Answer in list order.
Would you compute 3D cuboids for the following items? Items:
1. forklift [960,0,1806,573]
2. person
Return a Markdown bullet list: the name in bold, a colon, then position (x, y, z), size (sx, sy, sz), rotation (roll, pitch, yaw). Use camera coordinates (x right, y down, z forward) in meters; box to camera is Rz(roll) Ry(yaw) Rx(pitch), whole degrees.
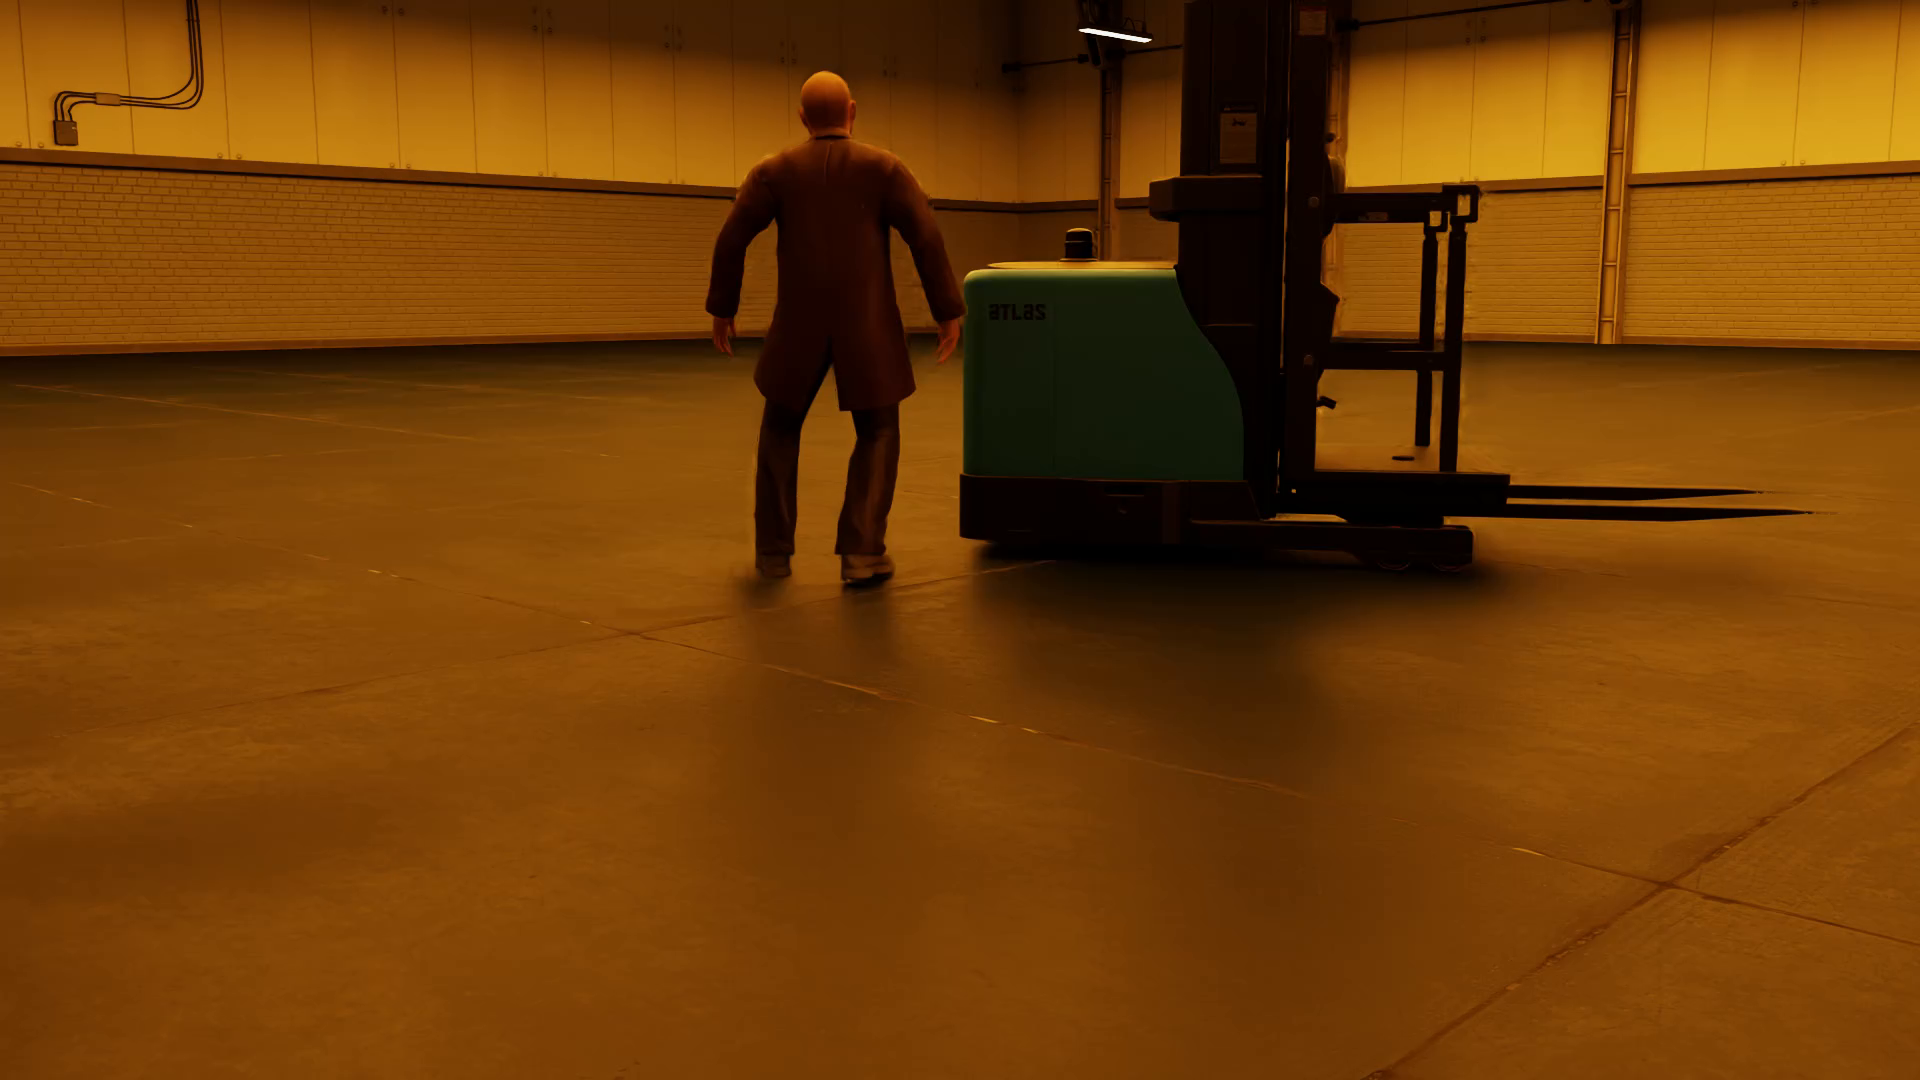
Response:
- **forklift**: position (1.566, -1.418, 6.291), size (3.031, 2.935, 1.130), rotation (2, 9, 10)
- **person**: position (-0.429, -0.732, 5.788), size (0.906, 1.734, 0.519), rotation (1, 9, 5)
